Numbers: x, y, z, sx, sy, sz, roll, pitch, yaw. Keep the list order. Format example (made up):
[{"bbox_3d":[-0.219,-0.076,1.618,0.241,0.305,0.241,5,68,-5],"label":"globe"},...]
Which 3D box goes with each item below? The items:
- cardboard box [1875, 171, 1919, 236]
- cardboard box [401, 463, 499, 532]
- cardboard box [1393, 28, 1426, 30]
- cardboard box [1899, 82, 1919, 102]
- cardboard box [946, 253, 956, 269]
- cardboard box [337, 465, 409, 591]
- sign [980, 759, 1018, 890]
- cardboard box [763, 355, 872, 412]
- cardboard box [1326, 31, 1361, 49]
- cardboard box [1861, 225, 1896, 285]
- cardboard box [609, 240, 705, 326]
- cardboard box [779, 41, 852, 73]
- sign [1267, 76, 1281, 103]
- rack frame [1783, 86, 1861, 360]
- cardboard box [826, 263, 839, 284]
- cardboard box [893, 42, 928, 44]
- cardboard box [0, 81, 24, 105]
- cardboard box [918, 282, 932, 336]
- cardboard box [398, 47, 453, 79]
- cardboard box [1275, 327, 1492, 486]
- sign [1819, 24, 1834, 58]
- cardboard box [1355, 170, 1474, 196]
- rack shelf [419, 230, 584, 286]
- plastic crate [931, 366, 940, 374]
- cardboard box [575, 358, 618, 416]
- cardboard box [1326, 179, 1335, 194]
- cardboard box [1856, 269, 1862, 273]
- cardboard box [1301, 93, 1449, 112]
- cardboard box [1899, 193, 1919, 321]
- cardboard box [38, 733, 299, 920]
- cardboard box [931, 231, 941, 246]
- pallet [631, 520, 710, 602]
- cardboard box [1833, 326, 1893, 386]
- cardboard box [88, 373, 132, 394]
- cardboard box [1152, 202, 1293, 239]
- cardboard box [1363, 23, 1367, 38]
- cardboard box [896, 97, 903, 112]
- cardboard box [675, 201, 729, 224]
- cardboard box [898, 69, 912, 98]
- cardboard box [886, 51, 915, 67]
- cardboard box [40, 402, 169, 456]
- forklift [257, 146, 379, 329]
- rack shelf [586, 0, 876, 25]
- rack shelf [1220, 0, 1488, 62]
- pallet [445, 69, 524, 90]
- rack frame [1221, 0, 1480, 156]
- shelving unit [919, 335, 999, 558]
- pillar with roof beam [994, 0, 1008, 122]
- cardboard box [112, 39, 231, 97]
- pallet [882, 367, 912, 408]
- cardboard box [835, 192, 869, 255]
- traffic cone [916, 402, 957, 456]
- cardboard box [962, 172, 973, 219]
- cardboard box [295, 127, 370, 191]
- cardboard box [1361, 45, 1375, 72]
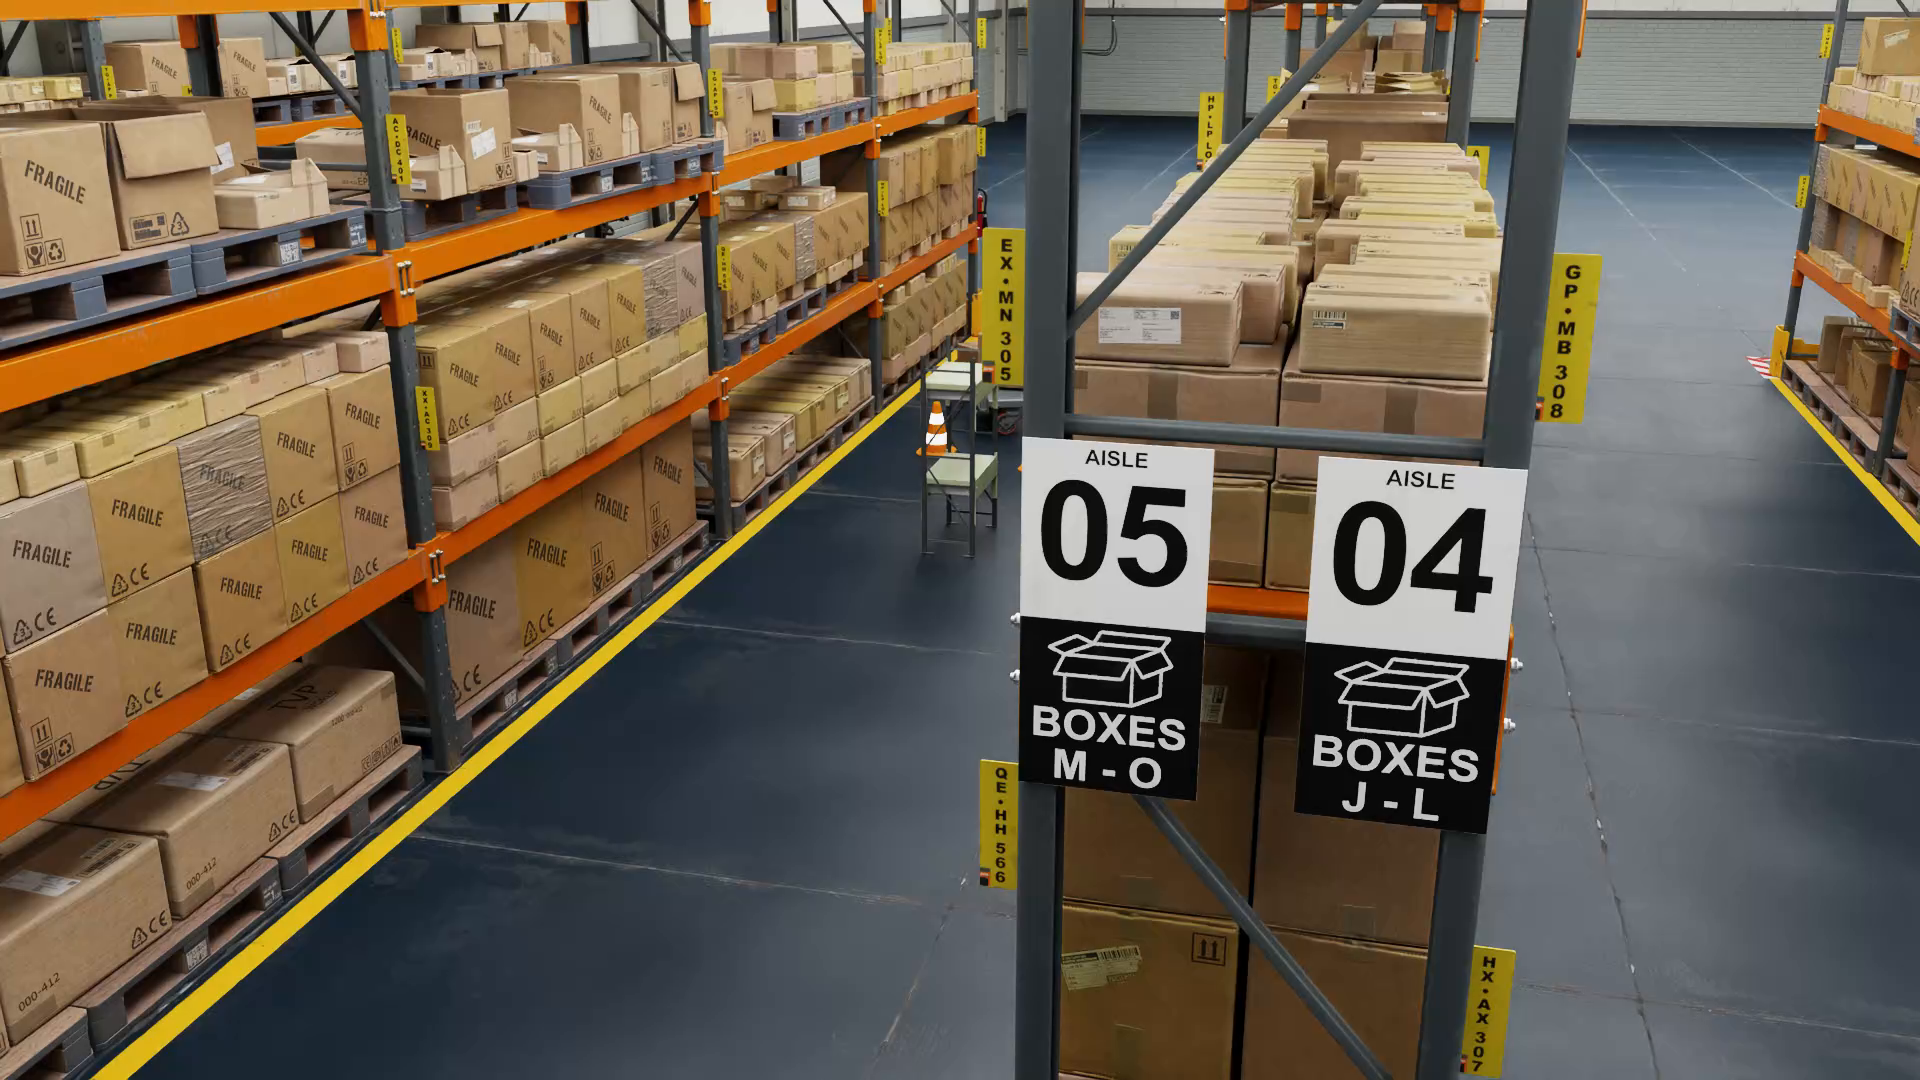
[{"bbox_3d":[8.309,-2.912,14.410,0.500,0.500,0.500,5,19,13],"label":"cardboard box"},{"bbox_3d":[-2.855,-0.252,9.017,0.500,0.250,0.500,4,19,12],"label":"cardboard box"},{"bbox_3d":[4.226,-4.685,15.474,0.380,0.149,0.250,5,19,14],"label":"cardboard box"},{"bbox_3d":[8.318,-3.843,14.273,0.380,0.149,0.250,4,19,12],"label":"cardboard box"},{"bbox_3d":[-0.254,-3.134,18.664,0.380,0.149,0.250,5,20,15],"label":"cardboard box"},{"bbox_3d":[-3.084,-0.088,8.149,0.500,0.500,0.500,5,19,14],"label":"cardboard box"},{"bbox_3d":[0.095,0.659,3.836,0.100,0.325,0.005,5,19,13],"label":"sign"},{"bbox_3d":[-1.390,-1.504,15.866,0.950,0.372,0.625,5,19,14],"label":"cardboard box"},{"bbox_3d":[3.341,-4.418,14.691,0.380,0.149,0.250,4,19,13],"label":"cardboard box"},{"bbox_3d":[8.696,-2.574,14.967,0.875,0.500,0.500,5,19,13],"label":"cardboard box"},{"bbox_3d":[-2.114,-1.797,11.608,0.500,0.500,0.500,4,19,12],"label":"cardboard box"},{"bbox_3d":[-1.282,-4.306,14.820,0.500,0.250,0.500,5,20,15],"label":"cardboard box"},{"bbox_3d":[2.047,-2.848,10.823,0.100,0.325,0.005,5,19,13],"label":"sign"},{"bbox_3d":[9.323,-3.185,17.370,1.000,3.000,0.127,5,19,13],"label":"rack frame"},{"bbox_3d":[-1.291,-2.365,14.710,0.380,0.149,0.250,5,19,14],"label":"cardboard box"},{"bbox_3d":[-0.572,-5.550,18.810,0.380,0.149,0.250,5,19,13],"label":"cardboard box"},{"bbox_3d":[-7.035,-3.236,12.035,0.380,0.149,0.250,4,19,12],"label":"cardboard box"},{"bbox_3d":[-0.611,-2.461,17.695,0.500,0.500,0.500,6,20,16],"label":"cardboard box"},{"bbox_3d":[-5.639,-4.969,17.288,0.500,0.311,0.500,5,20,15],"label":"cardboard box"},{"bbox_3d":[0.990,-0.298,3.738,0.500,0.250,0.500,5,19,14],"label":"cardboard box"},{"bbox_3d":[8.796,-5.060,16.869,0.100,0.325,0.005,5,19,13],"label":"sign"},{"bbox_3d":[1.548,-1.173,5.683,0.380,0.149,0.250,4,19,11],"label":"cardboard box"},{"bbox_3d":[-5.590,-3.391,19.087,1.077,0.370,4.000,5,19,13],"label":"rack shelf"},{"bbox_3d":[-0.086,-1.759,17.714,0.402,0.080,0.583,-2,19,-6],"label":"plastic crate"},{"bbox_3d":[-2.467,-0.968,10.338,0.500,0.250,0.500,4,19,12],"label":"cardboard box"},{"bbox_3d":[1.256,-1.300,6.671,0.500,0.250,0.500,5,20,15],"label":"cardboard box"},{"bbox_3d":[8.629,-2.444,15.590,0.380,0.149,0.250,5,19,13],"label":"cardboard box"},{"bbox_3d":[2.111,-1.988,8.416,0.797,0.503,0.637,4,19,13],"label":"cardboard box"},{"bbox_3d":[8.015,-2.175,12.838,1.000,1.000,1.000,5,19,14],"label":"cardboard box"},{"bbox_3d":[-3.695,1.277,7.623,0.875,0.438,0.875,4,19,12],"label":"cardboard box"},{"bbox_3d":[-0.416,-3.308,18.120,0.380,0.149,0.250,4,19,13],"label":"cardboard box"},{"bbox_3d":[-2.507,0.101,12.065,1.003,0.211,1.213,5,19,13],"label":"pallet"},{"bbox_3d":[9.041,-1.816,16.581,0.500,0.500,0.500,10,21,28],"label":"cardboard box"},{"bbox_3d":[-3.829,-0.636,7.203,0.380,0.149,0.250,4,19,12],"label":"cardboard box"},{"bbox_3d":[0.768,-0.893,4.863,0.380,0.149,0.250,5,20,15],"label":"cardboard box"},{"bbox_3d":[3.961,-5.215,17.024,0.380,0.149,0.250,5,19,14],"label":"cardboard box"},{"bbox_3d":[-0.779,-4.332,16.477,0.380,0.149,0.250,5,20,15],"label":"cardboard box"},{"bbox_3d":[-2.115,-2.689,13.650,0.380,0.149,0.250,4,19,11],"label":"cardboard box"},{"bbox_3d":[-0.774,-4.481,16.298,0.500,0.250,0.500,4,19,13],"label":"cardboard box"},{"bbox_3d":[-0.661,-4.792,16.591,0.380,0.149,0.250,4,19,12],"label":"cardboard box"},{"bbox_3d":[-3.405,-0.438,6.624,0.380,0.149,0.250,5,19,13],"label":"cardboard box"},{"bbox_3d":[-4.771,-1.589,12.806,1.130,2.935,3.031,4,19,12],"label":"forklift"},{"bbox_3d":[-1.753,-4.396,13.367,1.077,0.370,4.000,5,19,13],"label":"rack shelf"},{"bbox_3d":[2.094,-2.783,8.645,1.077,0.370,4.000,5,19,13],"label":"rack shelf"},{"bbox_3d":[-5.595,-5.132,18.569,1.003,0.211,1.213,5,19,13],"label":"pallet"},{"bbox_3d":[1.606,-2.686,6.628,1.000,3.000,0.127,5,19,13],"label":"rack frame"},{"bbox_3d":[0.002,-0.712,12.451,0.431,1.500,0.755,5,19,13],"label":"shelving unit"},{"bbox_3d":[5.359,-16.113,45.939,9.100,9.000,0.400,5,19,13],"label":"pillar with roof beam"},{"bbox_3d":[-6.616,-3.937,13.974,0.700,0.500,0.500,4,19,12],"label":"cardboard box"},{"bbox_3d":[-1.135,-1.607,17.066,1.003,0.211,1.213,5,19,13],"label":"pallet"},{"bbox_3d":[-1.155,-2.937,15.382,0.500,0.500,0.500,4,19,12],"label":"cardboard box"},{"bbox_3d":[-0.210,-1.014,14.939,0.336,0.463,0.334,5,19,13],"label":"traffic cone"},{"bbox_3d":[-0.152,-3.963,19.036,0.500,0.500,0.500,4,19,12],"label":"cardboard box"},{"bbox_3d":[-3.207,-2.075,8.969,0.500,0.311,0.500,5,19,13],"label":"cardboard box"},{"bbox_3d":[3.556,-4.423,15.322,0.500,0.250,0.500,5,19,13],"label":"cardboard box"}]
